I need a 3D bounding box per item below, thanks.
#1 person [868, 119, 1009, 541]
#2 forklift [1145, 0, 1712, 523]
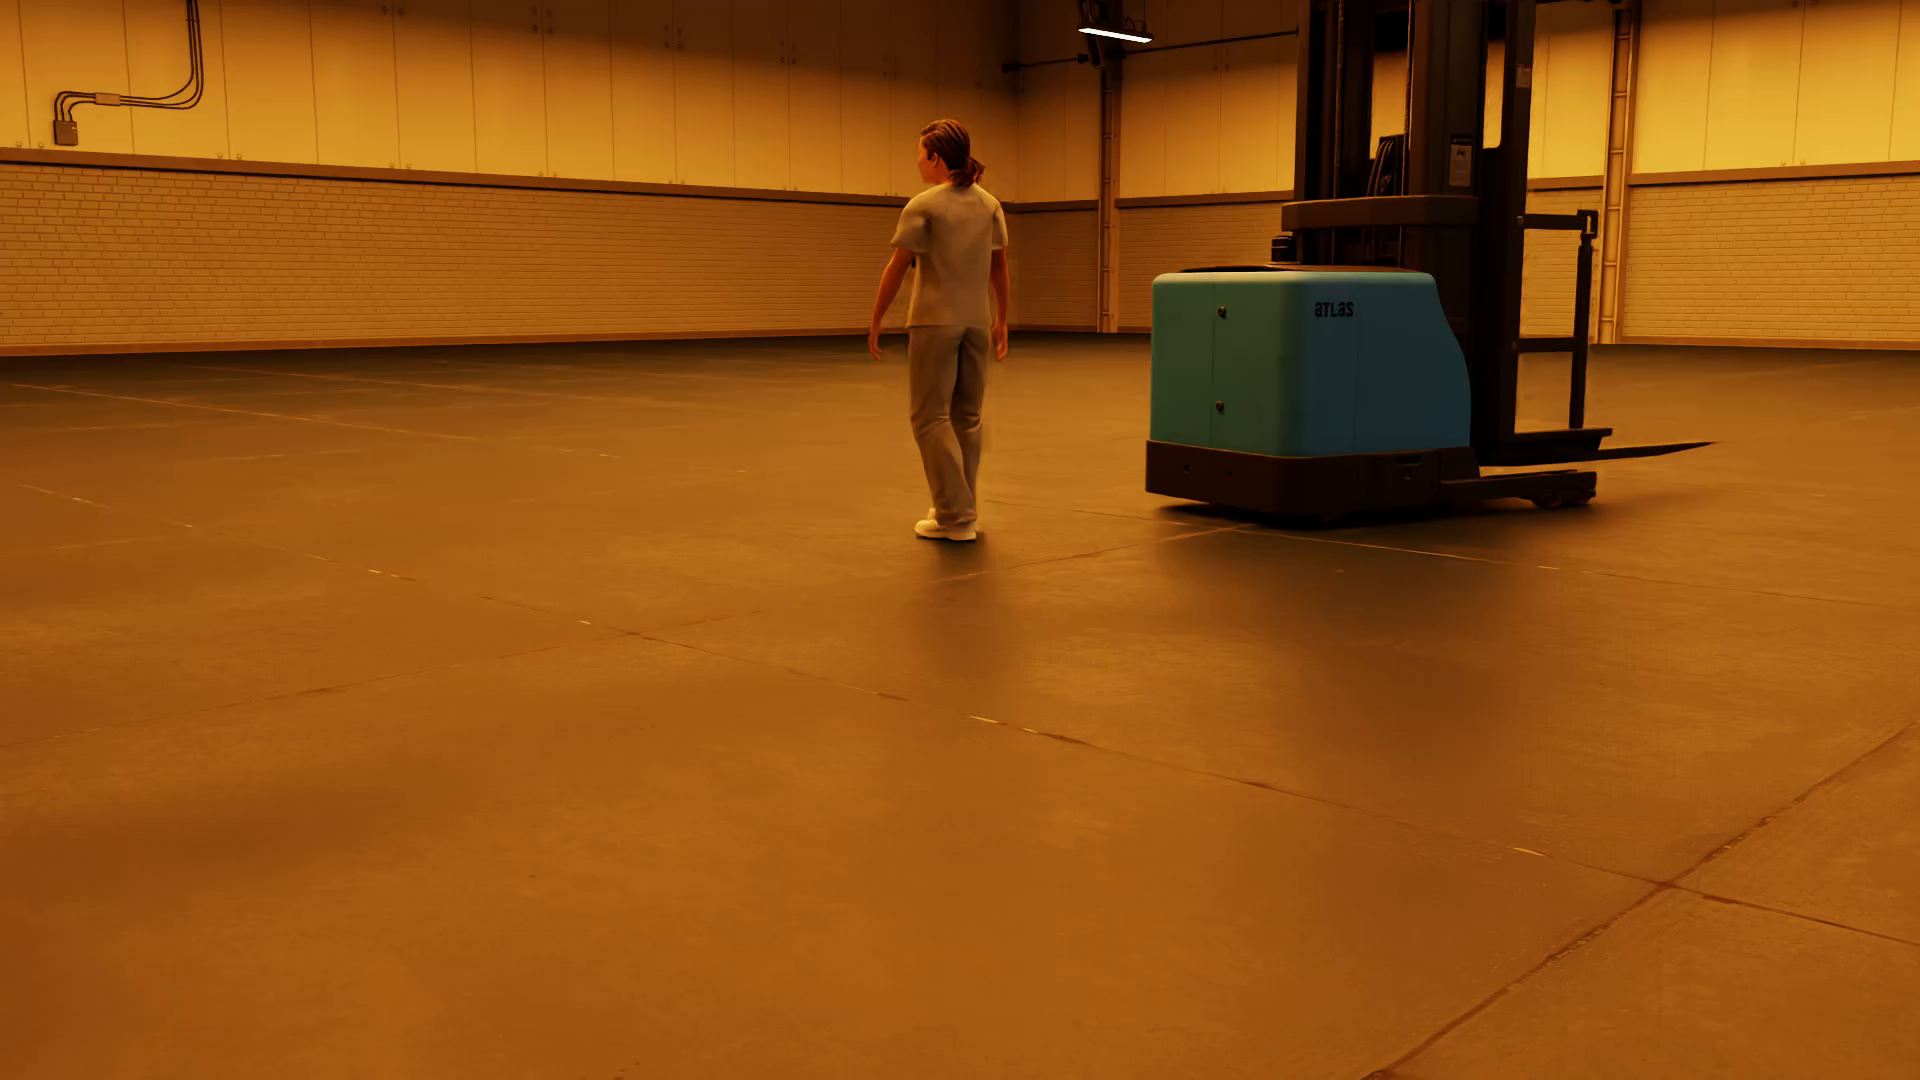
[{"bbox_3d":[-0.110,-0.841,6.734,0.577,1.660,0.574,-6,10,-35],"label":"person"},{"bbox_3d":[2.395,-1.657,7.881,3.031,2.935,1.130,-5,10,-30],"label":"forklift"}]
